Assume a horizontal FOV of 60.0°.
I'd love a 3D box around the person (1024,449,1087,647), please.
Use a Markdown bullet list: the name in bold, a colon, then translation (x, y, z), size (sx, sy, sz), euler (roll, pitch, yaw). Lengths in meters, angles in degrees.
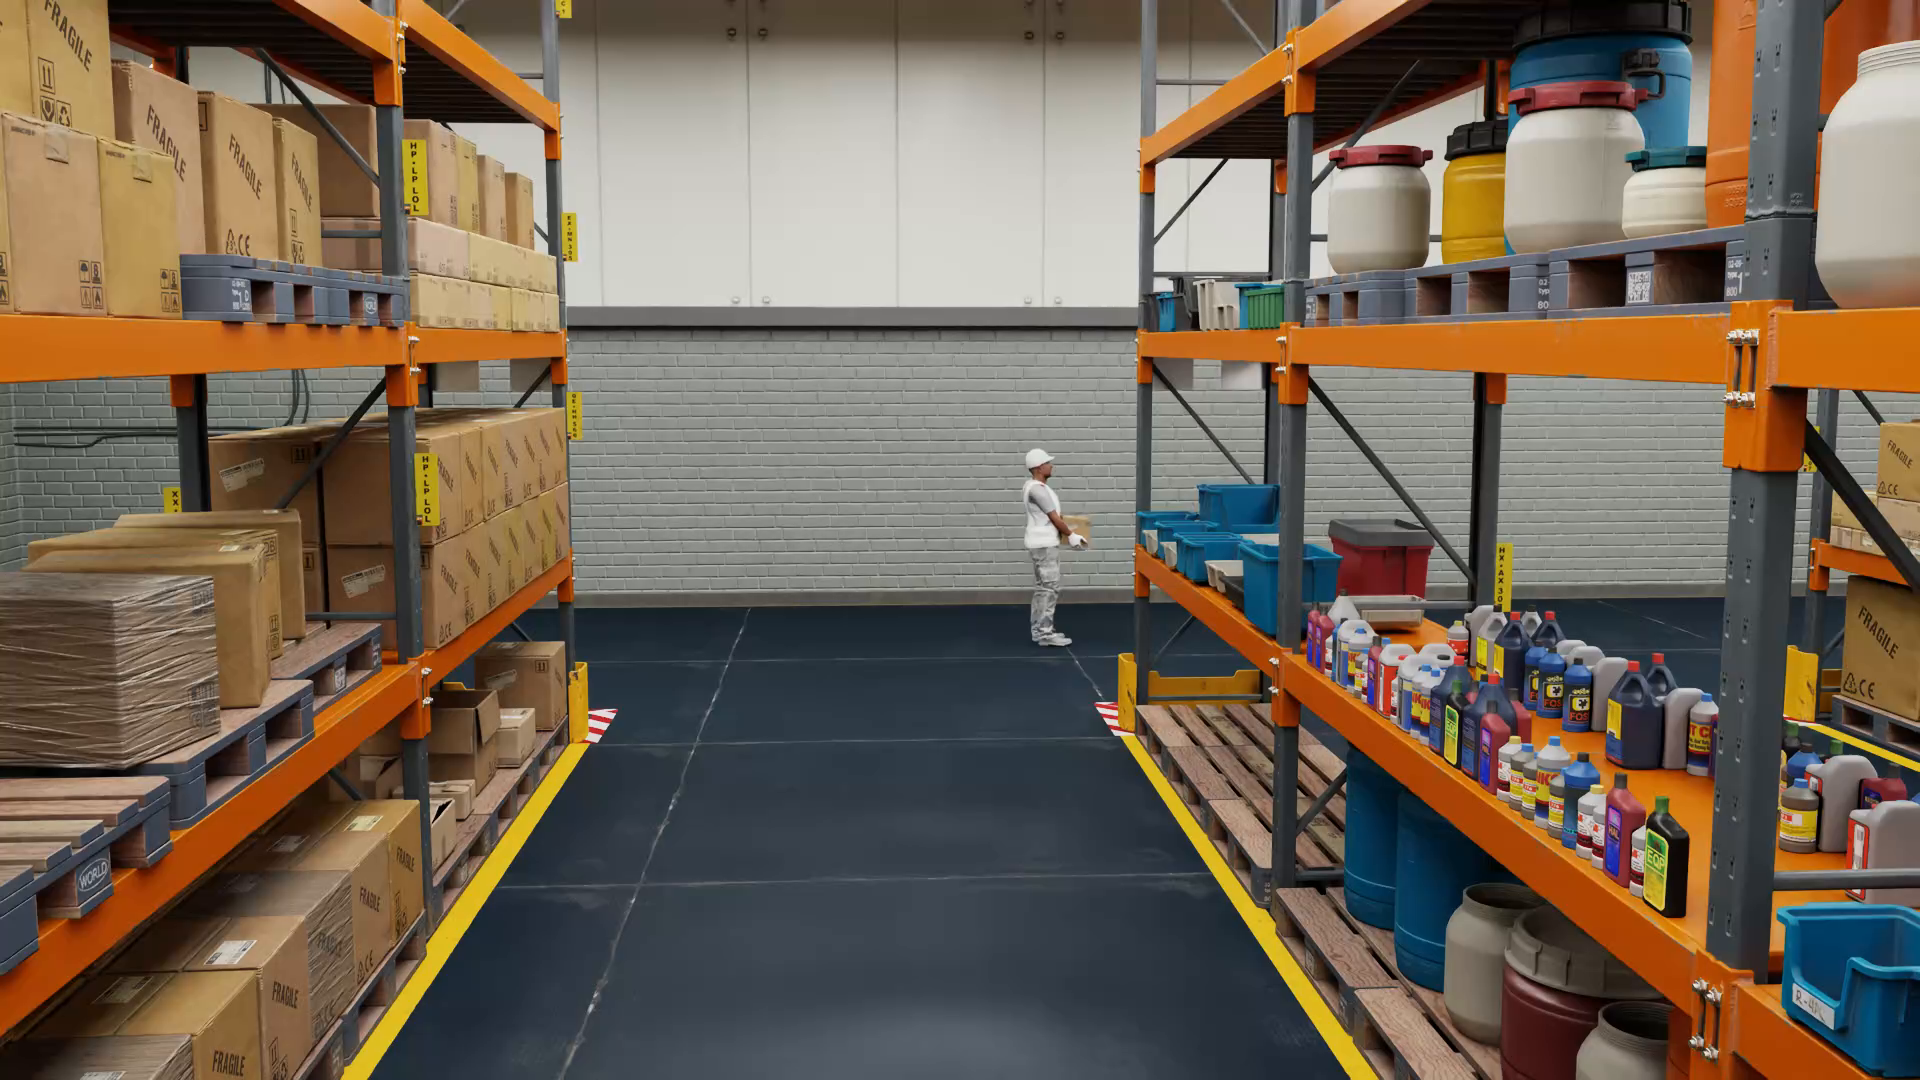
- **person**: translation (0.859, 0.062, 15.134), size (0.573, 1.784, 0.495), euler (0, 7, -2)
